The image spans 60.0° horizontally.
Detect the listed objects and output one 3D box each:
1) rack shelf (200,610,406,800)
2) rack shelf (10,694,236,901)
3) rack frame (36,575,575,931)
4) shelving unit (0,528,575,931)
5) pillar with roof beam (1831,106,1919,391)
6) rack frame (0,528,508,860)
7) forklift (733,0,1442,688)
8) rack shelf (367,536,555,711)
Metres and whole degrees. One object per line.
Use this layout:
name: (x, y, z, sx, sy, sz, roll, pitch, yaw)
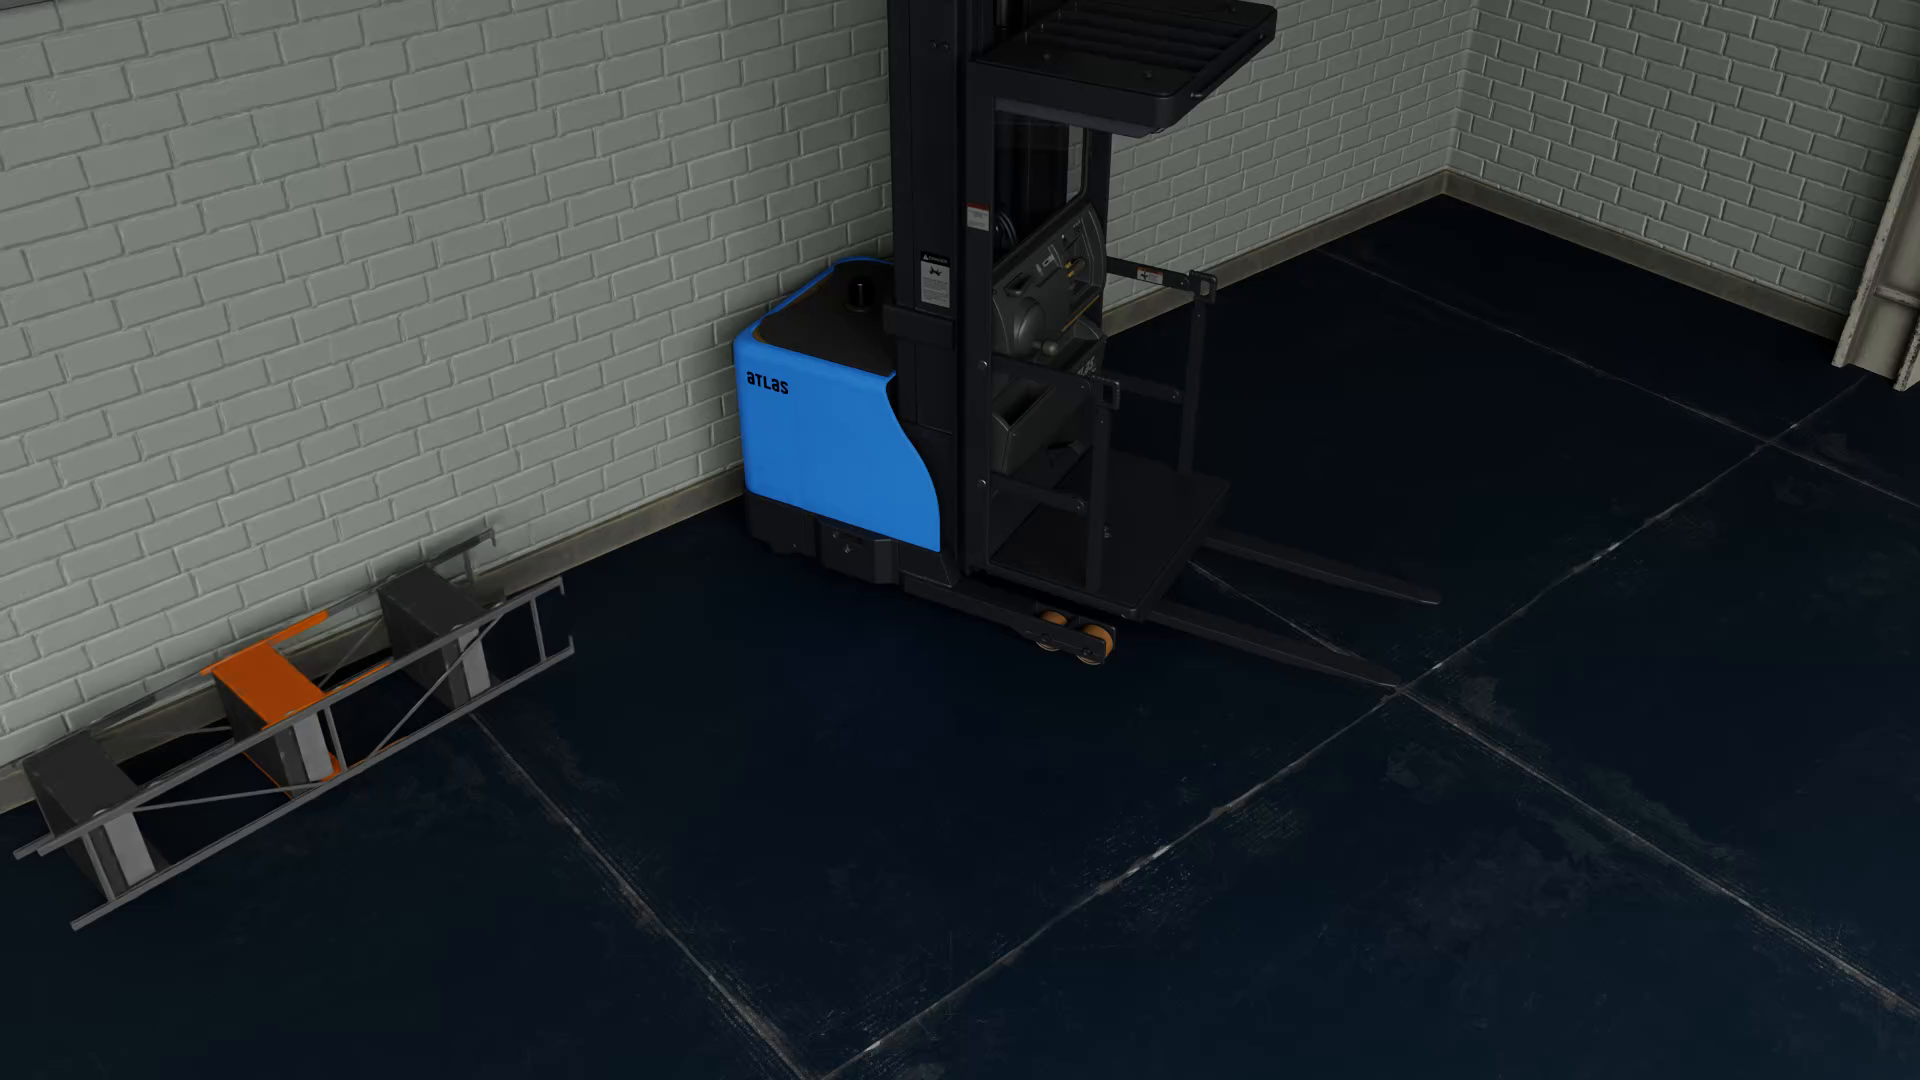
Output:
rack shelf: (-2.516, 0.647, 6.413, 0.480, 0.431, 0.518, 29, 44, 34)
rack shelf: (-2.998, 0.940, 5.998, 0.480, 0.431, 0.518, 29, 44, 34)
rack frame: (-2.348, 0.749, 6.268, 0.015, 0.400, 2.100, 29, 44, 34)
shelving unit: (-2.526, 0.652, 6.405, 0.503, 0.431, 2.100, 29, 44, 34)
pillar with roof beam: (1.727, -3.002, 4.203, 9.100, 9.000, 0.400, -26, 43, -32)
rack frame: (-2.703, 0.555, 6.541, 0.015, 0.400, 2.100, 29, 44, 34)
forklift: (0.550, -1.023, 6.659, 3.031, 2.935, 1.130, 17, 39, 23)
rack shelf: (-2.035, 0.353, 6.827, 0.480, 0.431, 0.518, 29, 44, 34)
